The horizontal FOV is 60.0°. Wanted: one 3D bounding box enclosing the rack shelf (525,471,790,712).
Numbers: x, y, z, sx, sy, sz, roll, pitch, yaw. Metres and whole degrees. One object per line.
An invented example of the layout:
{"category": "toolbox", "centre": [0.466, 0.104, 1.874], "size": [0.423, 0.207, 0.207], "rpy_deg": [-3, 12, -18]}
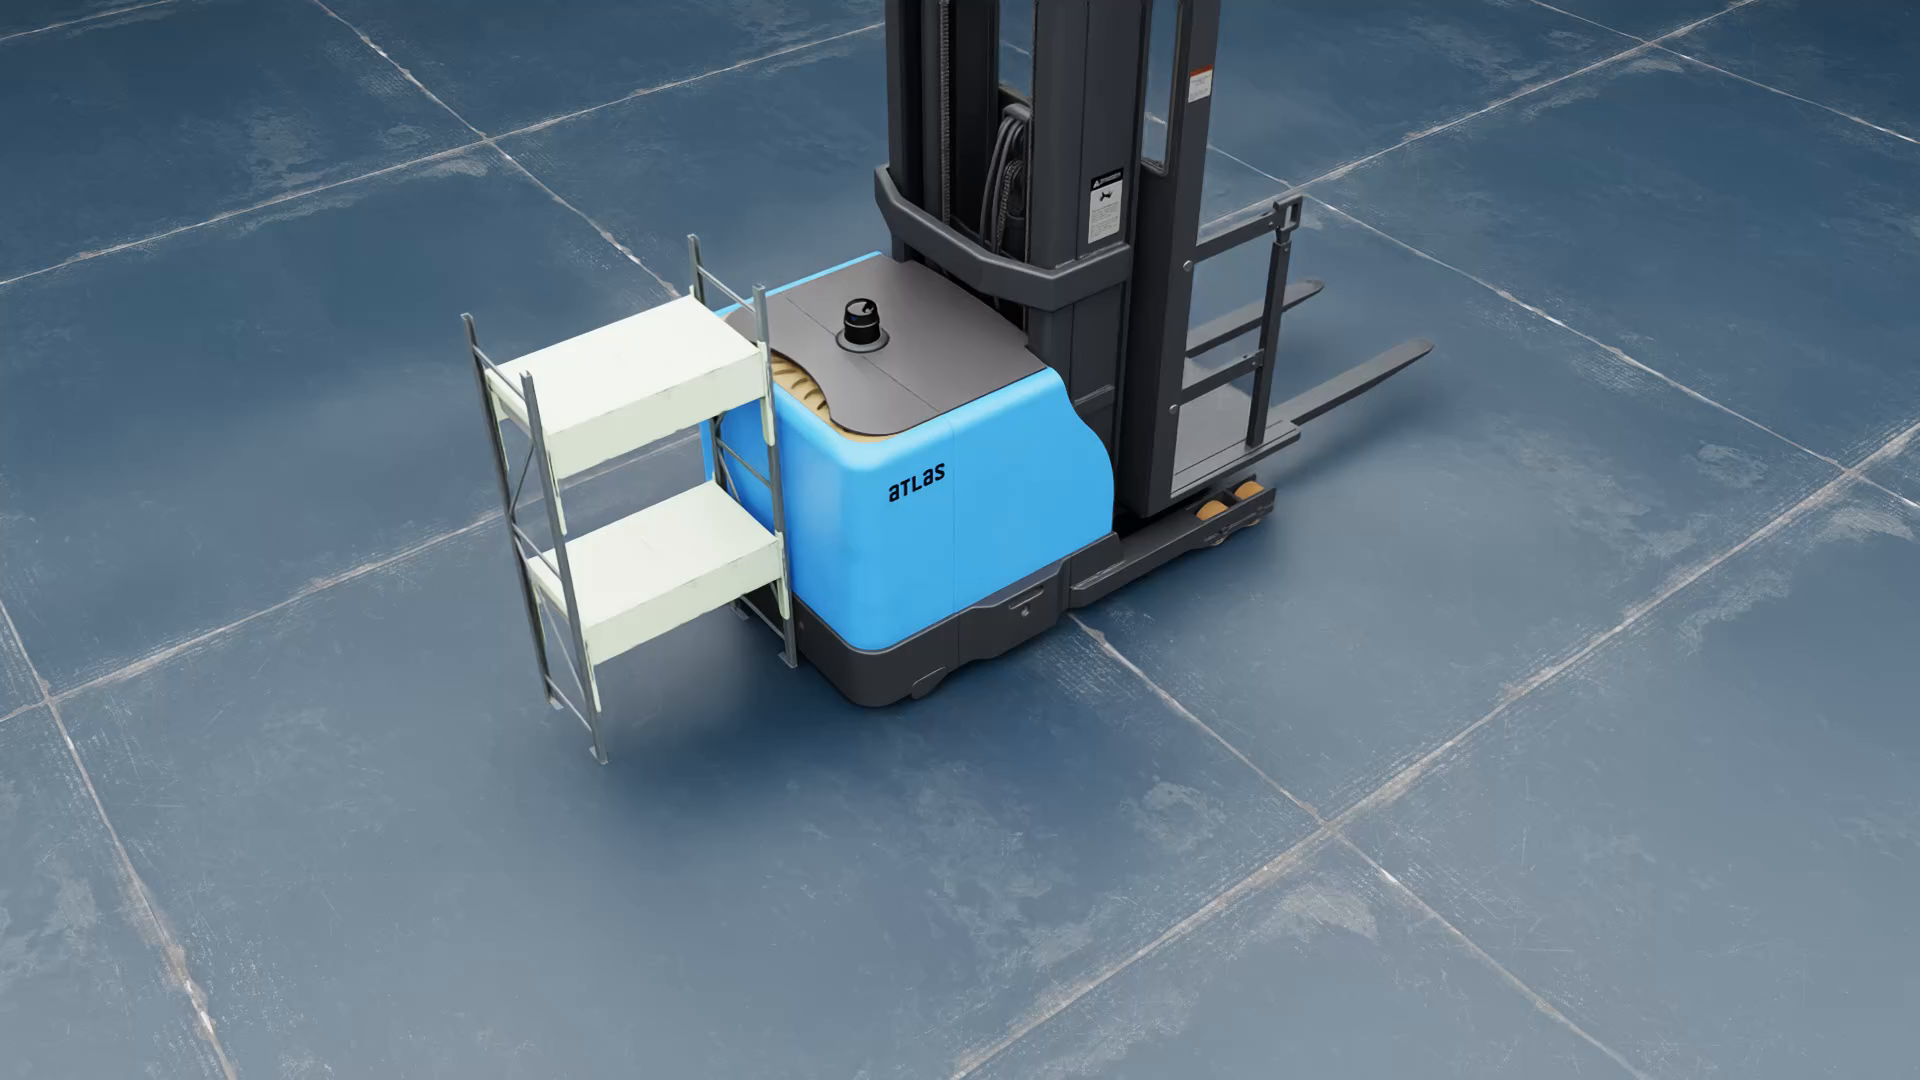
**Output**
{"category": "rack shelf", "centre": [-0.978, 0.155, 5.392], "size": [0.720, 0.370, 0.431], "rpy_deg": [-26, 46, -28]}

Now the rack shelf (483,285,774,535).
{"category": "rack shelf", "centre": [-0.978, -0.398, 4.938], "size": [0.720, 0.370, 0.431], "rpy_deg": [-26, 46, -28]}

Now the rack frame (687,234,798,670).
{"category": "rack frame", "centre": [-0.690, -0.239, 5.359], "size": [0.023, 1.500, 0.400], "rpy_deg": [-26, 46, -28]}

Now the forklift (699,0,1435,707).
{"category": "forklift", "centre": [0.571, -1.352, 5.588], "size": [3.031, 2.935, 1.130], "rpy_deg": [-26, 46, -28]}

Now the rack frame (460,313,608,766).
{"category": "rack frame", "centre": [-1.267, 0.046, 5.012], "size": [0.023, 1.500, 0.400], "rpy_deg": [-26, 46, -28]}

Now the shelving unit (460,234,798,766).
{"category": "shelving unit", "centre": [-0.978, -0.097, 5.185], "size": [0.755, 1.500, 0.431], "rpy_deg": [-26, 46, -28]}
